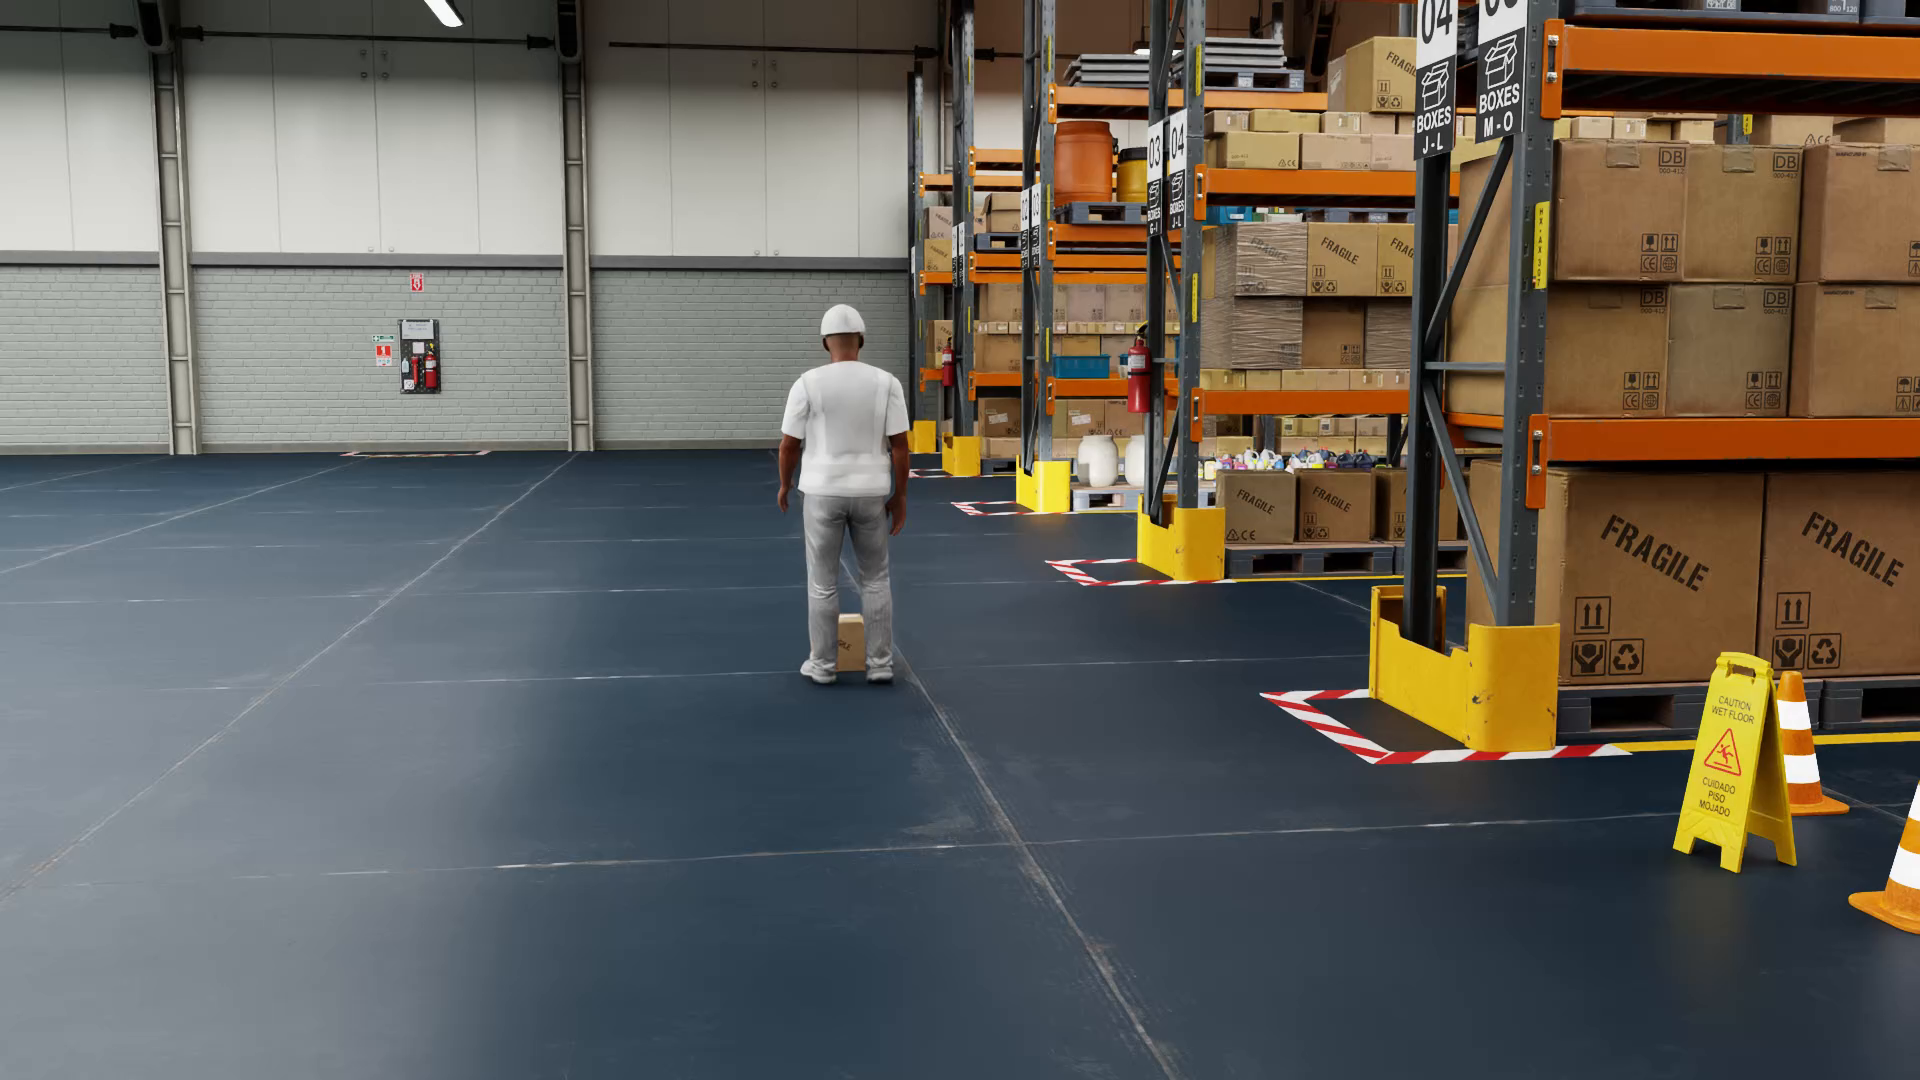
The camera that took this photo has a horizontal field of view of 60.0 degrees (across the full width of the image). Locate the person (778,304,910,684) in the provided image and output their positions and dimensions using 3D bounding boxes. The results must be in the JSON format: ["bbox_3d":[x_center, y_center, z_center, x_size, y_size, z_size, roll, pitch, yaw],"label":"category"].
[{"bbox_3d":[-0.552,-0.190,7.794,0.590,1.808,0.491,-2,7,-14],"label":"person"}]
